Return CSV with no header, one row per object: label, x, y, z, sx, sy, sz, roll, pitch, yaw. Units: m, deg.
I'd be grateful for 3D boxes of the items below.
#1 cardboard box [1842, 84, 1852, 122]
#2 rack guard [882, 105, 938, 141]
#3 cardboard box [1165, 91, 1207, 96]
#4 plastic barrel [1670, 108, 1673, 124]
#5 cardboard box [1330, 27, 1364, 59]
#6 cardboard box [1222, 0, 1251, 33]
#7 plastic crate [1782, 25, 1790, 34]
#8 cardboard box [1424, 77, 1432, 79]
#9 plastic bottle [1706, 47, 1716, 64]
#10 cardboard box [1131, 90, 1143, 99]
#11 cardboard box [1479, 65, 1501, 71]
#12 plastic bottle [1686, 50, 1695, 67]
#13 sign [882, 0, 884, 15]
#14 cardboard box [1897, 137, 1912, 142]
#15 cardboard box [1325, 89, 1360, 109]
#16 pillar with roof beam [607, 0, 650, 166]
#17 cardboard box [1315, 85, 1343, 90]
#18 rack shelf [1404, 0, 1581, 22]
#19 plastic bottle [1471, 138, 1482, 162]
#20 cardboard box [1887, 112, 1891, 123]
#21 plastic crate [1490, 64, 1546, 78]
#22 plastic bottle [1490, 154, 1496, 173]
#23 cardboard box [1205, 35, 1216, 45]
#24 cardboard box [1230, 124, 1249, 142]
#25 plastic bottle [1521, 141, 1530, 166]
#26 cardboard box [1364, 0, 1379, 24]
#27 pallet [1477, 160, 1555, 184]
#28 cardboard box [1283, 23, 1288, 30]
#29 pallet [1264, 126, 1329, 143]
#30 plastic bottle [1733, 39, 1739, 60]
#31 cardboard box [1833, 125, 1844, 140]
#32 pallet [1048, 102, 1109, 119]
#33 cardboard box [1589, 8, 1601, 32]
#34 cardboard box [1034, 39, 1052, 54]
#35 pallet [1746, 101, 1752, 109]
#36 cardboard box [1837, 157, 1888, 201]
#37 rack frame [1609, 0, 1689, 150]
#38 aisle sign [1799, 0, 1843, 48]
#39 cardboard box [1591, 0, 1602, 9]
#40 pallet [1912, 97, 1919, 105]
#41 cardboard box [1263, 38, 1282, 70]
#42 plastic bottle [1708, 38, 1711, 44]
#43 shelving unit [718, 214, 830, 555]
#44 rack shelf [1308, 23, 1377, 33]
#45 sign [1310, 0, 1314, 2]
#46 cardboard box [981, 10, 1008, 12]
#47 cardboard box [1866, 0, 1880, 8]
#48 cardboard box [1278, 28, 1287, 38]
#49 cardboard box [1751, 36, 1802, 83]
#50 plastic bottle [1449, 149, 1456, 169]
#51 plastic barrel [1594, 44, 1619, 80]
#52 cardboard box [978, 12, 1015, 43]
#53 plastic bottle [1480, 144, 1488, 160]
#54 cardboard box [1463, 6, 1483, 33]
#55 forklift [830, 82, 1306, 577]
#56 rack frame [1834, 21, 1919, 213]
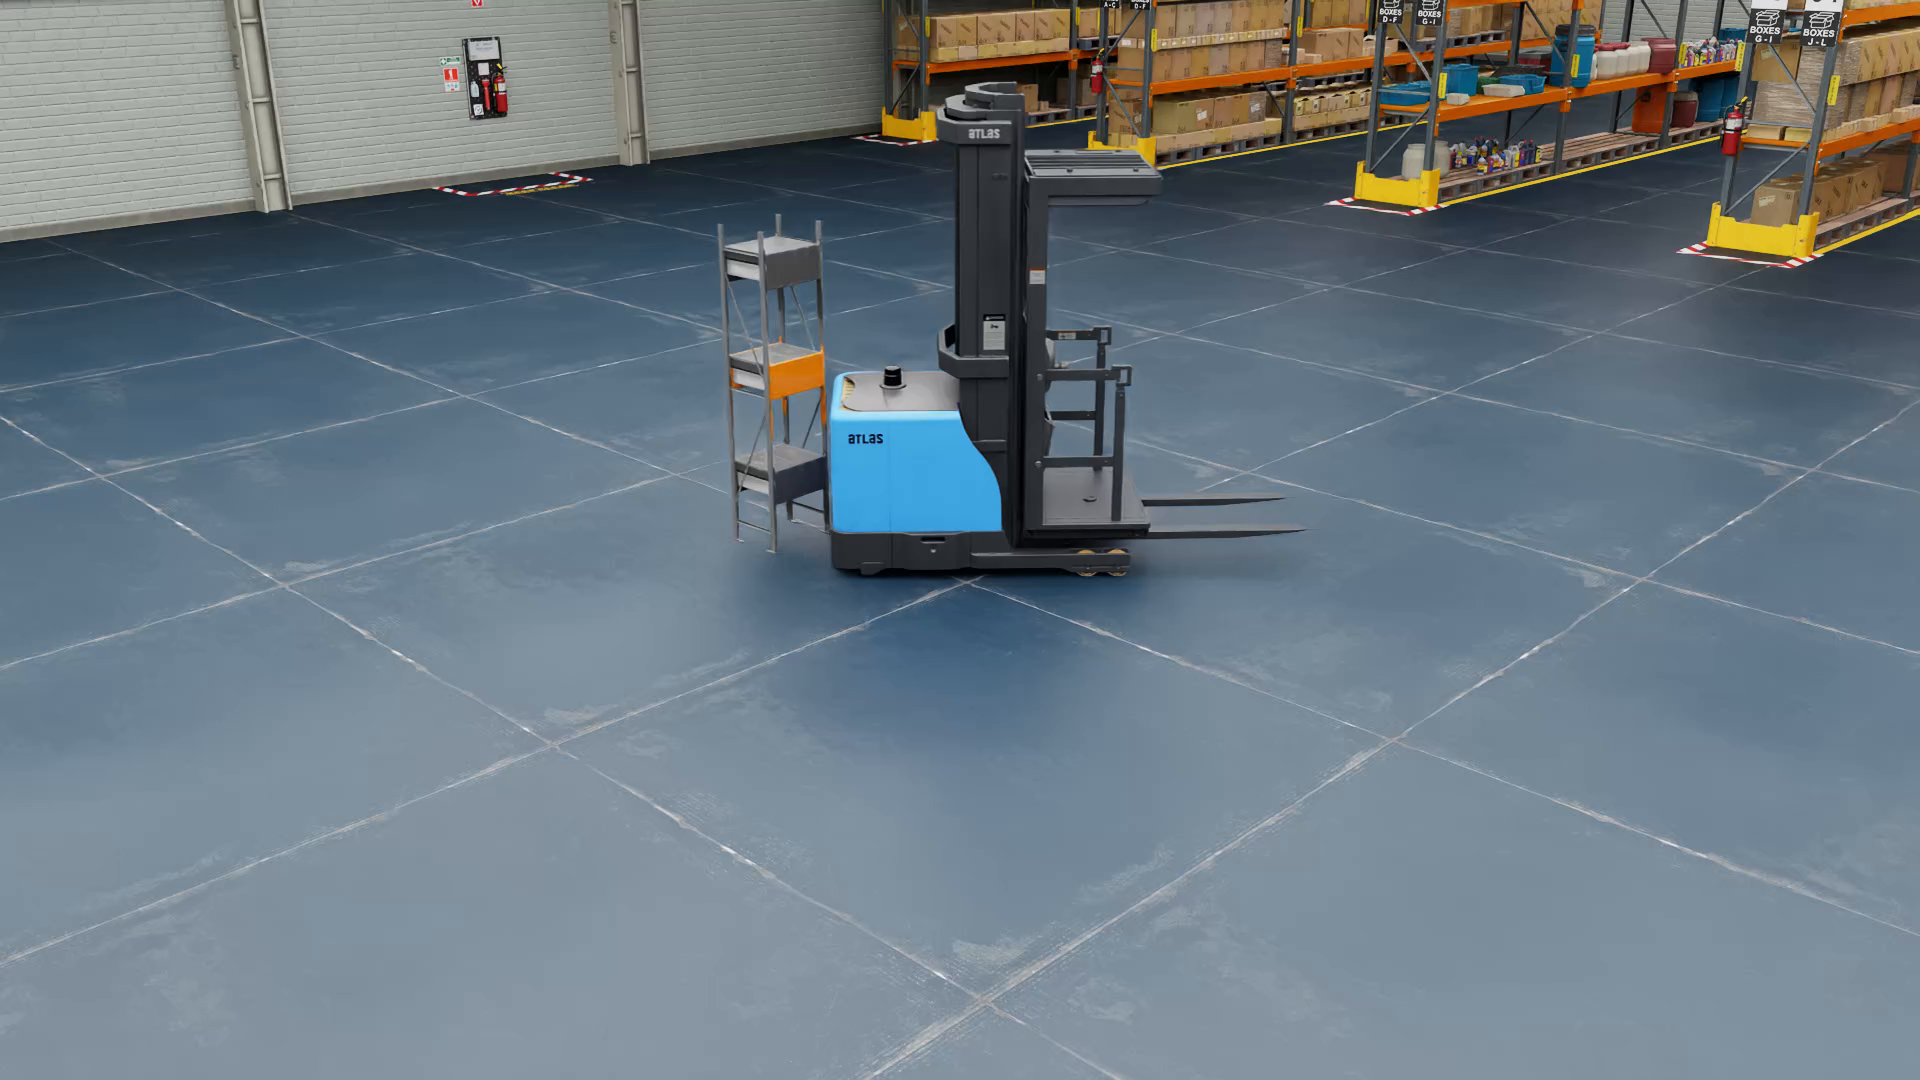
cardboard box,10.358,-5.405,20.401,0.875,0.500,0.500,19,28,41
rack guard,-0.902,-7.498,29.886,1.175,0.500,0.348,19,28,41
cardboard box,3.795,-7.270,28.011,0.500,0.500,0.500,19,28,41
plastic barrel,12.383,-7.554,29.431,0.421,0.512,0.421,0,21,0
cardboard box,7.019,-9.074,30.363,0.500,0.500,0.500,17,27,38
cardboard box,4.381,-8.712,27.613,0.700,0.500,0.500,19,28,41
plastic crate,15.317,-9.475,31.372,0.402,0.464,0.583,19,28,41
cardboard box,9.415,-8.811,32.687,0.500,0.500,0.500,19,28,40
plastic bottle,13.225,-8.551,29.314,0.152,0.276,0.135,19,28,41
cardboard box,3.392,-9.304,33.971,0.700,0.500,0.500,19,28,40
cardboard box,11.162,-9.747,35.124,0.500,0.500,0.500,19,28,41
plastic bottle,12.580,-8.314,28.696,0.152,0.276,0.135,19,28,41
sign,-1.338,-9.477,29.497,0.100,0.325,0.005,19,28,41
cardboard box,14.052,-5.551,24.206,0.500,0.500,0.700,-17,27,-38
cardboard box,6.926,-8.048,30.299,0.500,0.311,0.500,-19,28,-41
pillar with roof beam,-2.187,-9.222,22.525,9.100,9.000,0.400,19,28,41
cardboard box,6.884,-8.308,30.975,0.500,0.311,0.500,18,28,39
rack shelf,7.539,-7.744,23.864,1.077,0.370,4.000,19,28,41
plastic bottle,7.942,-6.011,25.611,0.144,0.351,0.185,18,27,38
cardboard box,11.781,-5.474,21.485,0.380,0.149,0.250,19,28,41
plastic crate,8.477,-7.062,25.354,0.767,0.338,0.504,19,28,41
plastic bottle,7.871,-5.574,24.585,0.097,0.271,0.097,0,21,0
cardboard box,3.922,-8.134,27.014,0.380,0.149,0.250,19,28,40
cardboard box,4.526,-6.915,28.132,0.500,0.250,0.500,19,28,41
plastic bottle,8.557,-5.876,25.260,0.144,0.351,0.185,18,27,38
cardboard box,9.359,-12.575,39.192,0.980,0.700,0.700,19,28,40
pallet,8.435,-5.730,25.689,1.003,0.211,1.213,19,28,41
cardboard box,7.011,-11.338,36.715,0.250,0.149,0.380,-19,28,-40
pallet,5.873,-7.332,29.857,1.003,0.211,1.213,19,28,41
plastic bottle,13.979,-8.862,30.018,0.144,0.351,0.185,19,28,41
cardboard box,10.435,-4.942,20.103,0.380,0.149,0.250,19,28,41
pallet,2.378,-8.572,33.083,1.003,0.211,1.213,19,28,41
cardboard box,13.641,-11.383,36.369,0.500,0.500,0.500,-19,28,-40
cardboard box,1.369,-9.289,31.243,0.500,0.250,0.500,19,28,41
pallet,15.851,-8.463,32.798,1.003,0.211,1.213,19,28,41
cardboard box,12.175,-4.891,22.517,0.500,0.500,0.500,18,28,39
rack frame,11.724,-8.222,28.285,1.000,3.000,0.127,19,28,41
aisle sign,9.864,-6.049,19.007,0.394,0.787,0.004,19,28,41
cardboard box,13.645,-11.849,36.190,0.500,0.500,0.500,19,28,40
pallet,13.120,-6.025,22.836,1.003,0.211,1.213,19,28,41
cardboard box,5.082,-8.366,28.519,0.700,0.500,0.500,18,28,39
plastic bottle,13.953,-9.208,31.014,0.061,0.283,0.133,19,28,41
shelving unit,-1.188,-0.998,10.745,0.431,2.100,0.503,17,27,38
rack shelf,8.812,-11.908,38.878,1.077,0.370,4.000,19,28,41
sign,7.812,-12.100,36.871,0.100,0.325,0.005,19,28,41
cardboard box,0.643,-9.636,31.099,0.500,0.500,0.500,-19,28,-41
cardboard box,10.569,-6.450,19.702,0.500,0.250,0.500,18,28,39
cardboard box,5.351,-8.661,28.383,0.380,0.149,0.250,19,28,41
cardboard box,9.899,-5.782,19.988,0.500,0.500,0.500,19,28,41
plastic bottle,7.383,-5.716,24.939,0.061,0.283,0.133,19,28,41
plastic barrel,10.270,-7.637,26.574,0.433,0.535,0.433,0,21,0
cardboard box,0.662,-9.374,30.417,0.500,0.500,0.500,-19,28,-40
plastic bottle,8.059,-5.955,25.576,0.097,0.271,0.097,0,21,0
cardboard box,10.043,-10.475,33.423,0.500,0.500,0.700,-15,26,-34
forklift,0.690,-1.326,10.440,3.031,2.935,1.130,-1,21,-2
rack frame,12.483,-5.954,22.385,1.000,3.000,0.127,19,28,41
